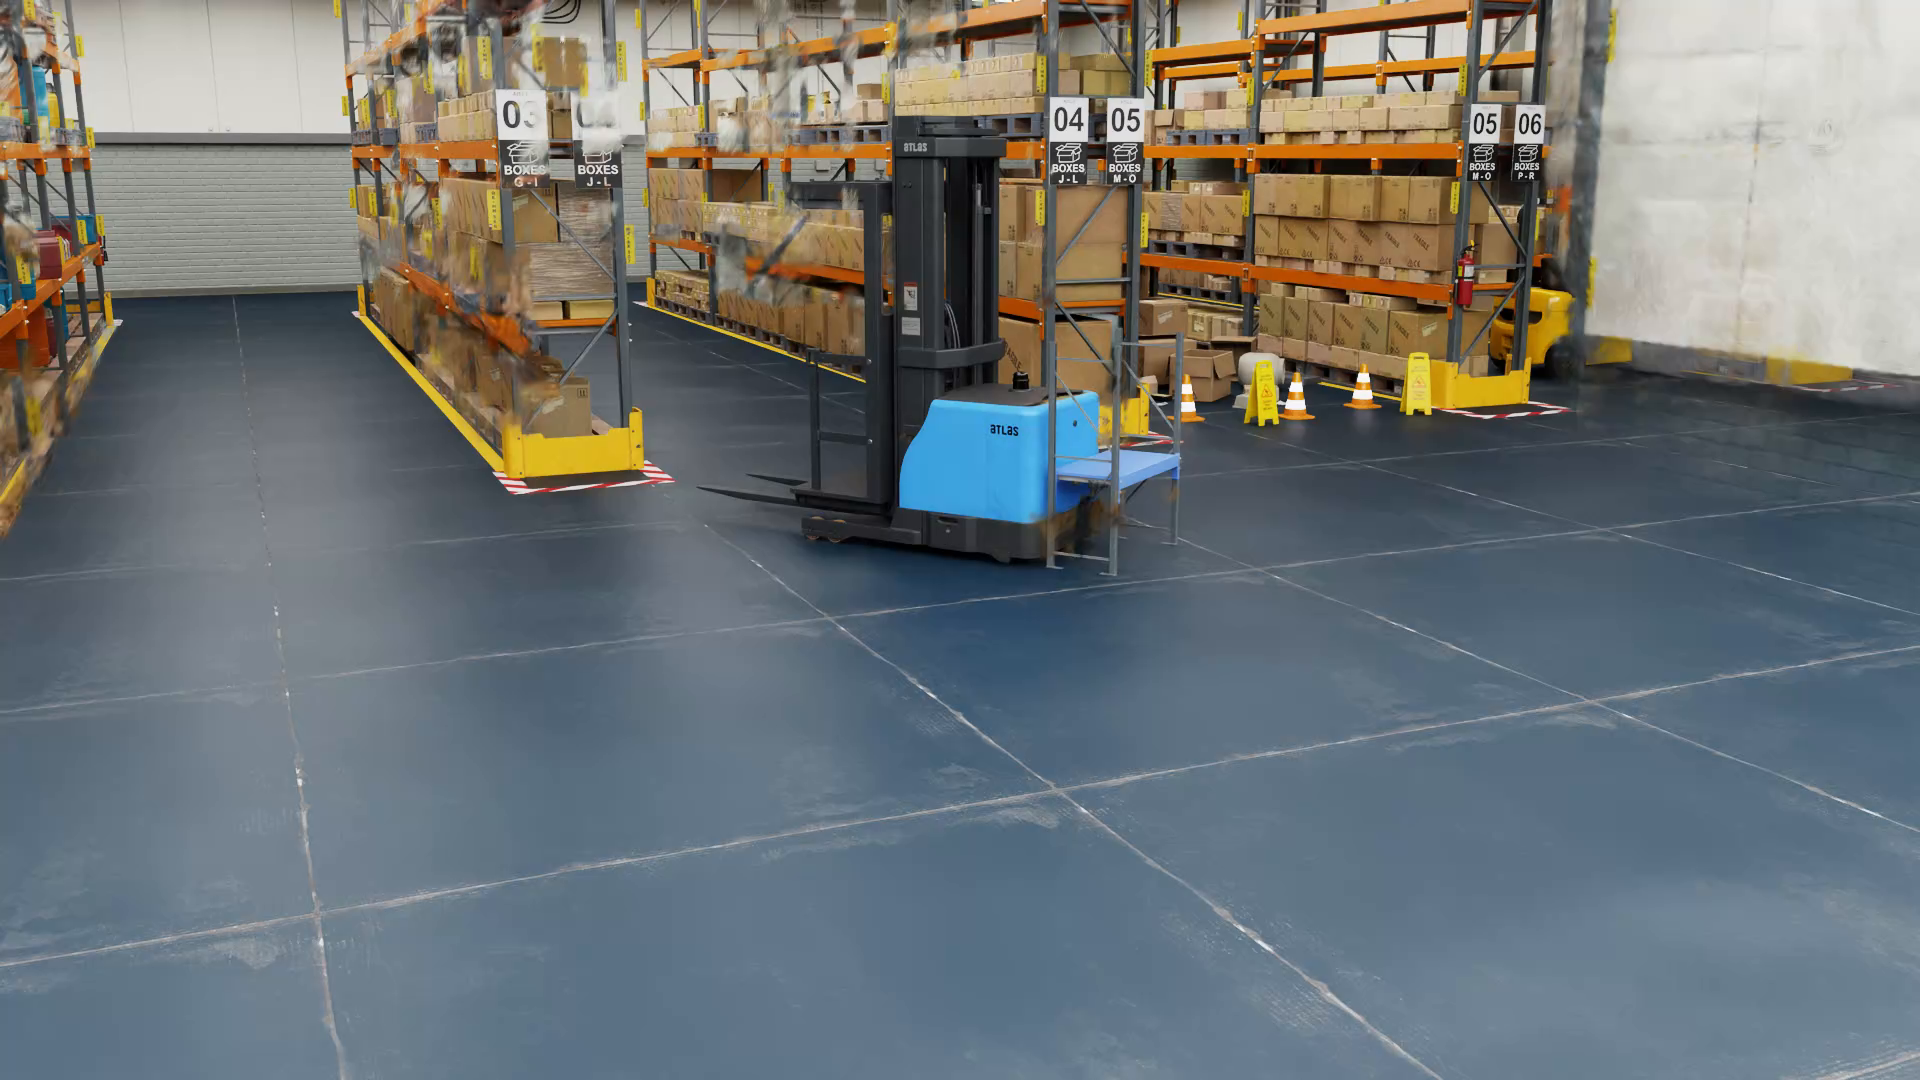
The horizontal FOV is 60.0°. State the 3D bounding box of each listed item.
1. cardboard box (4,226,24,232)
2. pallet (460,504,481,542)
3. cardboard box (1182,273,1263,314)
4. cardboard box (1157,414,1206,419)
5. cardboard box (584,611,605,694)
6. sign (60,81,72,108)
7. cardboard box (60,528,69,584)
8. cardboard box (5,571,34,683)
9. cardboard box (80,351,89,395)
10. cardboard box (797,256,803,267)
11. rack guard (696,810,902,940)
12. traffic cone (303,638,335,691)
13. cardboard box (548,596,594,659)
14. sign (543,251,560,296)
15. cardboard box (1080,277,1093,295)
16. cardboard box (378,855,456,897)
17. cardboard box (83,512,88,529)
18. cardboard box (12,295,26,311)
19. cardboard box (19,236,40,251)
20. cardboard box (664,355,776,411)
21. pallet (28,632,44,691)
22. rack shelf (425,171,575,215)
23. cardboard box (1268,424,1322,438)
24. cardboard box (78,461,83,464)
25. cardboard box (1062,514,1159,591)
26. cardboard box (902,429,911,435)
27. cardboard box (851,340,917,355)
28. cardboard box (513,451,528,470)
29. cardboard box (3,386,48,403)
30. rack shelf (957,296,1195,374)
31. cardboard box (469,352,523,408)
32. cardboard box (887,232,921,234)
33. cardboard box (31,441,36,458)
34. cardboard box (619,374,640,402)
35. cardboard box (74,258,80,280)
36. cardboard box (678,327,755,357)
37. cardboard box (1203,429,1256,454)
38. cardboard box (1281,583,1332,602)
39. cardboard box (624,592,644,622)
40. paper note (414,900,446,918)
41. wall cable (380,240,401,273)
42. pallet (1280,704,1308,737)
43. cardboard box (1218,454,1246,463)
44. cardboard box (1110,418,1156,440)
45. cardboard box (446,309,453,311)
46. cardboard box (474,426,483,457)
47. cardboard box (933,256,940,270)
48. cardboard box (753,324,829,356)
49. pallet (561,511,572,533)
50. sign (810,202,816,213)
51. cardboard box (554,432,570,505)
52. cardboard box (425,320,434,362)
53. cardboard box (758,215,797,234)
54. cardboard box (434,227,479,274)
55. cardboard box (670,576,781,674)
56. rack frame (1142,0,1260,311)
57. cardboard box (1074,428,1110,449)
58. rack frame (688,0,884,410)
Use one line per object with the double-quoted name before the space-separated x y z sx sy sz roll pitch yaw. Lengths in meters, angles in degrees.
"cardboard box" -5.145 -7.470 29.182 0.380 0.149 0.250 -5 14 -21
"pallet" 1.324 -3.916 28.323 1.003 0.211 1.213 -6 14 -23
"cardboard box" 8.807 -5.701 22.243 0.500 0.311 0.500 -5 14 -22
"cardboard box" 8.693 -4.741 24.040 0.380 0.149 0.250 -6 14 -25
"cardboard box" 4.139 -2.859 21.073 0.500 0.500 0.500 -5 14 -20
"sign" -4.635 -9.287 29.616 0.100 0.325 0.005 -6 14 -23
"cardboard box" -2.411 -3.498 24.945 0.500 0.500 0.500 -6 14 -24
"cardboard box" -1.432 -2.927 21.924 1.050 0.750 0.750 -5 14 -22
"cardboard box" -4.322 -5.699 28.961 0.500 0.500 0.500 -6 14 -23
"cardboard box" 4.602 -7.531 31.661 0.380 0.149 0.250 -5 14 -22
"rack guard" 5.722 -1.746 18.306 1.175 0.500 0.348 -6 14 -23
"traffic cone" 1.339 -2.638 22.242 0.336 0.463 0.334 -6 14 -23
"cardboard box" 3.647 -2.955 22.884 0.950 0.372 0.625 -5 14 -19
"sign" 3.643 -5.629 20.866 0.100 0.325 0.005 -6 14 -23
"cardboard box" 7.978 -6.016 23.962 0.380 0.149 0.250 -6 14 -23
"cardboard box" 3.377 -1.648 18.659 0.380 0.149 0.250 1 13 6
"cardboard box" -3.401 -3.880 27.371 0.380 0.149 0.250 -6 14 -25
"cardboard box" -1.932 -5.785 23.340 0.500 0.500 0.500 -6 14 -23
"cardboard box" -3.444 -6.868 26.578 0.380 0.149 0.250 -6 14 -24
"cardboard box" 5.301 -4.563 17.953 0.500 0.250 0.500 -6 14 -24
"pallet" -1.700 -2.605 22.657 1.003 0.211 1.213 -6 14 -23
"rack shelf" 1.747 -7.392 26.333 1.077 0.370 4.000 -6 14 -23
"cardboard box" 9.440 -4.540 22.512 0.380 0.149 0.250 -6 14 -24
"cardboard box" -4.231 -4.532 28.870 0.380 0.149 0.250 -6 14 -25
"cardboard box" 8.174 -3.539 24.845 0.875 0.625 0.625 -6 14 -24
"cardboard box" 6.119 -5.026 30.108 0.380 0.149 0.250 -5 14 -22
"cardboard box" 5.689 -5.903 29.569 0.700 0.500 0.500 -5 14 -22
"cardboard box" 2.749 -4.419 23.935 0.380 0.149 0.250 -6 14 -23
"cardboard box" -2.999 -5.157 25.807 0.380 0.149 0.250 -6 14 -25
"rack shelf" 7.896 -5.748 24.996 1.077 0.370 4.000 -6 14 -23
"cardboard box" 1.888 -5.325 25.788 0.500 0.500 0.500 -5 14 -22
"cardboard box" 5.951 -7.460 29.544 0.380 0.149 0.250 -6 14 -24
"cardboard box" -2.267 -4.493 24.255 0.380 0.149 0.250 -5 14 -20
"cardboard box" 4.697 -4.649 19.210 0.380 0.149 0.250 -6 14 -24
"cardboard box" -4.516 -6.999 29.140 0.500 0.250 0.500 -6 14 -23
"cardboard box" 5.279 -4.776 17.989 0.380 0.149 0.250 -5 14 -22
"cardboard box" 8.860 -4.481 22.257 0.380 0.149 0.250 -5 14 -22
"cardboard box" 9.212 -3.130 21.691 0.500 0.250 0.500 -6 14 -24
"cardboard box" 4.613 -3.244 19.789 0.380 0.149 0.250 -6 14 -23
"paper note" 3.550 -1.517 18.358 0.148 0.019 0.142 -12 18 -42
"wall cable" -2.937 -7.927 37.145 0.585 1.953 0.123 -6 14 -23
"pallet" 9.470 -2.445 21.965 1.003 0.211 1.213 -6 14 -23
"cardboard box" 8.953 -4.282 22.060 0.380 0.149 0.250 -6 14 -24
"cardboard box" 8.237 -4.691 23.825 0.380 0.149 0.250 -6 14 -24
"cardboard box" 0.434 -6.431 29.126 0.380 0.149 0.250 -6 14 -23
"cardboard box" 1.889 -4.713 25.915 0.500 0.250 0.500 -5 14 -22
"cardboard box" 6.564 -6.796 27.378 0.380 0.149 0.250 -5 14 -22
"cardboard box" 5.682 -4.818 18.172 0.380 0.149 0.250 -6 14 -23
"pallet" 3.978 -3.852 22.288 1.003 0.211 1.213 -6 14 -23
"sign" 4.407 -8.642 33.940 0.100 0.325 0.005 -6 14 -23
"cardboard box" 3.755 -4.248 21.758 0.500 0.500 0.500 -6 14 -24
"cardboard box" 0.308 -6.142 29.314 0.500 0.500 0.500 -6 14 -24
"cardboard box" 4.024 -8.259 32.813 0.500 0.250 0.500 -6 14 -23
"cardboard box" 1.033 -6.934 27.372 0.500 0.500 0.500 -6 14 -24
"cardboard box" 5.283 -3.229 18.289 0.500 0.500 0.500 -6 14 -24
"rack frame" 8.697 -7.147 22.791 1.000 3.000 0.127 -6 14 -23
"cardboard box" 8.053 -4.578 24.223 0.500 0.250 0.500 -6 14 -24
"rack frame" 5.753 -5.871 17.280 1.000 3.000 0.127 -6 14 -23
